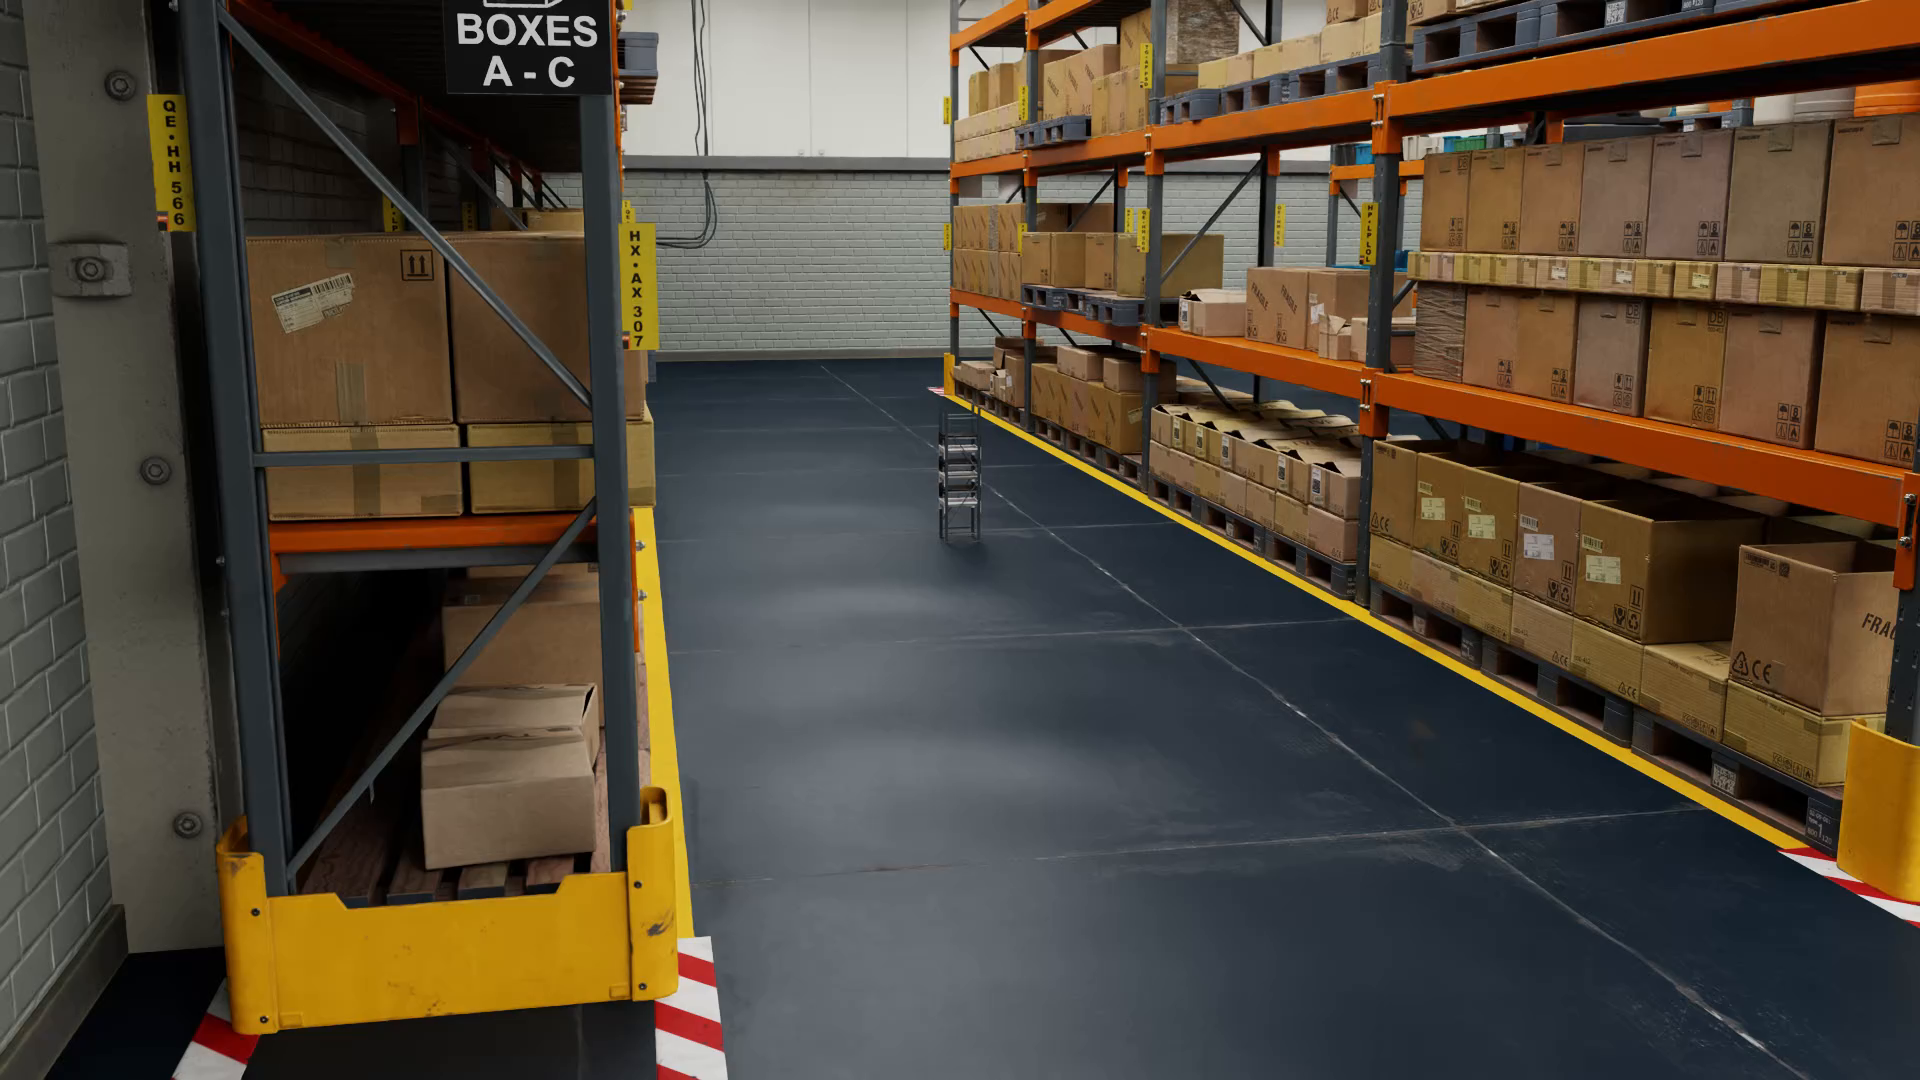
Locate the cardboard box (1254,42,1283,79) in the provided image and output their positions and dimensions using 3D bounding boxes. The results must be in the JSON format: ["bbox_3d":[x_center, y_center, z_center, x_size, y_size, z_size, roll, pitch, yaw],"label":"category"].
[{"bbox_3d":[2.299,-3.183,11.151,0.500,0.250,0.500,-2,11,-12],"label":"cardboard box"}]

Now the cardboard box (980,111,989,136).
[{"bbox_3d":[0.512,-4.592,18.343,0.500,0.250,0.500,-2,11,-11],"label":"cardboard box"}]

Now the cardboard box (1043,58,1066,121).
[{"bbox_3d":[1.184,-4.275,15.955,0.600,0.600,0.600,-3,11,-16],"label":"cardboard box"}]

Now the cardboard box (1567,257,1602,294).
[{"bbox_3d":[2.881,-1.152,7.226,0.380,0.149,0.250,-2,11,-11],"label":"cardboard box"}]

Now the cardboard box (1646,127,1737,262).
[{"bbox_3d":[3.197,-1.362,6.594,0.700,0.500,0.500,-2,11,-11],"label":"cardboard box"}]

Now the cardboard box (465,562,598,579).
[{"bbox_3d":[-2.304,-0.067,9.033,0.700,0.500,0.500,-2,11,-9],"label":"cardboard box"}]

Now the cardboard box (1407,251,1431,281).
[{"bbox_3d":[2.576,-1.436,8.718,0.380,0.149,0.250,-2,11,-11],"label":"cardboard box"}]

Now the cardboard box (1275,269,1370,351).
[{"bbox_3d":[2.381,-1.504,10.808,0.500,0.500,0.500,-2,11,-11],"label":"cardboard box"}]

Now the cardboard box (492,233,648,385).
[{"bbox_3d":[-1.345,-0.799,5.716,0.500,0.500,0.500,-2,11,-13],"label":"cardboard box"}]

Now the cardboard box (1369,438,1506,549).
[{"bbox_3d":[2.497,-0.252,8.725,0.500,0.500,0.500,-2,11,-11],"label":"cardboard box"}]

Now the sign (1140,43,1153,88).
[{"bbox_3d":[1.403,-3.567,12.508,0.100,0.325,0.005,-2,11,-11],"label":"sign"}]

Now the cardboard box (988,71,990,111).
[{"bbox_3d":[0.712,-5.063,18.813,0.700,0.500,0.500,-2,11,-11],"label":"cardboard box"}]

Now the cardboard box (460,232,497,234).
[{"bbox_3d":[-1.958,-0.873,6.105,0.500,0.500,0.500,-2,11,-10],"label":"cardboard box"}]

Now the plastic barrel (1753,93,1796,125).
[{"bbox_3d":[6.555,-3.498,13.233,0.421,0.512,0.421,0,11,0],"label":"plastic barrel"}]

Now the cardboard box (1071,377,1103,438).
[{"bbox_3d":[1.315,-1.201,14.991,0.500,0.500,0.500,-3,11,-13],"label":"cardboard box"}]

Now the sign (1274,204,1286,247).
[{"bbox_3d":[2.480,-2.448,12.940,0.100,0.325,0.005,-2,11,-11],"label":"sign"}]

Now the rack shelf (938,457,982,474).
[{"bbox_3d":[-0.002,-0.499,11.110,0.258,0.077,0.200,-2,11,-11],"label":"rack shelf"}]

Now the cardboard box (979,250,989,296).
[{"bbox_3d":[0.503,-3.006,18.698,0.500,0.500,0.500,-2,11,-10],"label":"cardboard box"}]

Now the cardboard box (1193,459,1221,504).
[{"bbox_3d":[1.955,-0.420,11.612,0.500,0.250,0.500,-2,11,-13],"label":"cardboard box"}]

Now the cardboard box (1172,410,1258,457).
[{"bbox_3d":[1.860,-0.787,12.039,0.500,0.311,0.500,-2,11,-12],"label":"cardboard box"}]

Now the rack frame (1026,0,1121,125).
[{"bbox_3d":[1.158,-5.539,16.232,1.000,3.000,0.127,-2,11,-11],"label":"rack frame"}]

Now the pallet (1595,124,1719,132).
[{"bbox_3d":[6.489,-3.804,15.644,1.003,0.211,1.213,-2,11,-11],"label":"pallet"}]

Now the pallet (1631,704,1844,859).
[{"bbox_3d":[3.302,0.840,6.219,1.003,0.211,1.213,-2,11,-11],"label":"pallet"}]

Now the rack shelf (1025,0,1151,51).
[{"bbox_3d":[1.547,-4.623,14.410,1.077,0.370,4.000,-2,11,-11],"label":"rack shelf"}]

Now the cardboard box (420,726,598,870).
[{"bbox_3d":[-1.413,0.764,5.174,0.500,0.311,0.500,-3,11,-17],"label":"cardboard box"}]

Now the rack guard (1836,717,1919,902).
[{"bbox_3d":[3.496,0.841,5.440,1.175,0.500,0.348,-2,11,-11],"label":"rack guard"}]

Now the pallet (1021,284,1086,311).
[{"bbox_3d":[1.206,-2.347,16.020,1.003,0.211,1.213,-2,11,-11],"label":"pallet"}]

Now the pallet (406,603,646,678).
[{"bbox_3d":[-1.979,0.548,7.754,1.003,0.211,1.213,-2,11,-11],"label":"pallet"}]

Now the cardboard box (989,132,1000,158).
[{"bbox_3d":[0.610,-4.255,17.908,0.500,0.250,0.500,-2,11,-11],"label":"cardboard box"}]

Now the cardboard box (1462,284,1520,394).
[{"bbox_3d":[2.915,-0.996,8.141,0.700,0.500,0.500,-2,11,-12],"label":"cardboard box"}]

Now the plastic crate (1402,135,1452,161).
[{"bbox_3d":[5.368,-4.503,19.126,0.437,0.282,0.530,-2,11,-11],"label":"plastic crate"}]

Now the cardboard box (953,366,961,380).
[{"bbox_3d":[0.124,-2.052,20.404,0.380,0.149,0.250,-2,11,-11],"label":"cardboard box"}]

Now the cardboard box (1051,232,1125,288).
[{"bbox_3d":[1.227,-2.629,15.595,0.700,0.500,0.500,0,11,-2],"label":"cardboard box"}]

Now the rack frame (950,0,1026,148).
[{"bbox_3d":[0.380,-6.273,20.086,1.000,3.000,0.127,-2,11,-11],"label":"rack frame"}]

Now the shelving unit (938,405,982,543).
[{"bbox_3d":[-0.002,-0.444,11.120,0.258,0.900,0.210,-2,11,-11],"label":"shelving unit"}]

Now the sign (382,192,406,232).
[{"bbox_3d":[-2.688,-1.492,7.916,0.100,0.325,0.005,-2,11,-11],"label":"sign"}]

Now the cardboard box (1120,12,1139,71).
[{"bbox_3d":[1.659,-4.140,13.960,0.500,0.500,0.500,-2,11,-11],"label":"cardboard box"}]

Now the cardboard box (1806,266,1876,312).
[{"bbox_3d":[3.178,-0.870,5.743,0.380,0.149,0.250,-2,11,-10],"label":"cardboard box"}]

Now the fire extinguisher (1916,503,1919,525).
[{"bbox_3d":[3.059,-0.315,5.034,0.296,0.674,0.183,-2,11,-11],"label":"fire extinguisher"}]

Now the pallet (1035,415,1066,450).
[{"bbox_3d":[1.353,-1.074,16.277,1.003,0.211,1.213,-2,11,-11],"label":"pallet"}]

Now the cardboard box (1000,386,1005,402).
[{"bbox_3d":[0.637,-1.569,17.863,0.380,0.149,0.250,-2,11,-11],"label":"cardboard box"}]

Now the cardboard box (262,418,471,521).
[{"bbox_3d":[-1.648,-0.225,4.705,0.500,0.250,0.500,-2,11,-10],"label":"cardboard box"}]

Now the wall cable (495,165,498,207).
[{"bbox_3d":[-5.655,-3.844,20.655,0.084,1.984,1.851,-2,11,-11],"label":"wall cable"}]

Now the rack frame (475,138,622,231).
[{"bbox_3d":[-2.923,-1.678,11.989,1.000,3.000,0.127,-2,11,-11],"label":"rack frame"}]

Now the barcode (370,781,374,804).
[{"bbox_3d":[-1.809,0.771,5.114,0.001,0.075,0.075,-2,11,-11],"label":"barcode"}]

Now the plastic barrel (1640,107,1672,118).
[{"bbox_3d":[6.303,-4.104,15.228,0.433,0.535,0.433,0,11,0],"label":"plastic barrel"}]

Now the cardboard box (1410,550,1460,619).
[{"bbox_3d":[2.599,0.208,8.314,0.500,0.250,0.500,-2,11,-11],"label":"cardboard box"}]

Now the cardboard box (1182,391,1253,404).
[{"bbox_3d":[2.128,-0.941,13.624,0.500,0.500,0.500,-2,11,-9],"label":"cardboard box"}]

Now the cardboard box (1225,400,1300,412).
[{"bbox_3d":[2.279,-0.902,12.646,0.500,0.311,0.500,-2,11,-10],"label":"cardboard box"}]

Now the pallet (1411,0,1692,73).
[{"bbox_3d":[2.905,-2.399,7.995,1.003,0.211,1.213,-2,11,-11],"label":"pallet"}]

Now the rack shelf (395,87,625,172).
[{"bbox_3d":[-2.534,-2.431,9.848,1.077,0.370,4.000,-2,11,-11],"label":"rack shelf"}]

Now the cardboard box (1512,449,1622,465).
[{"bbox_3d":[3.104,-0.180,8.343,0.500,0.500,0.500,-2,11,-11],"label":"cardboard box"}]

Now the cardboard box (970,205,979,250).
[{"bbox_3d":[0.409,-3.588,19.081,0.500,0.500,0.500,-2,11,-10],"label":"cardboard box"}]

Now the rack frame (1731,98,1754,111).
[{"bbox_3d":[6.795,-4.985,13.320,1.000,3.000,0.127,-2,11,-11],"label":"rack frame"}]

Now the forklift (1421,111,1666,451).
[{"bbox_3d":[4.590,-1.840,13.024,1.130,2.935,3.031,-2,11,-8],"label":"forklift"}]
